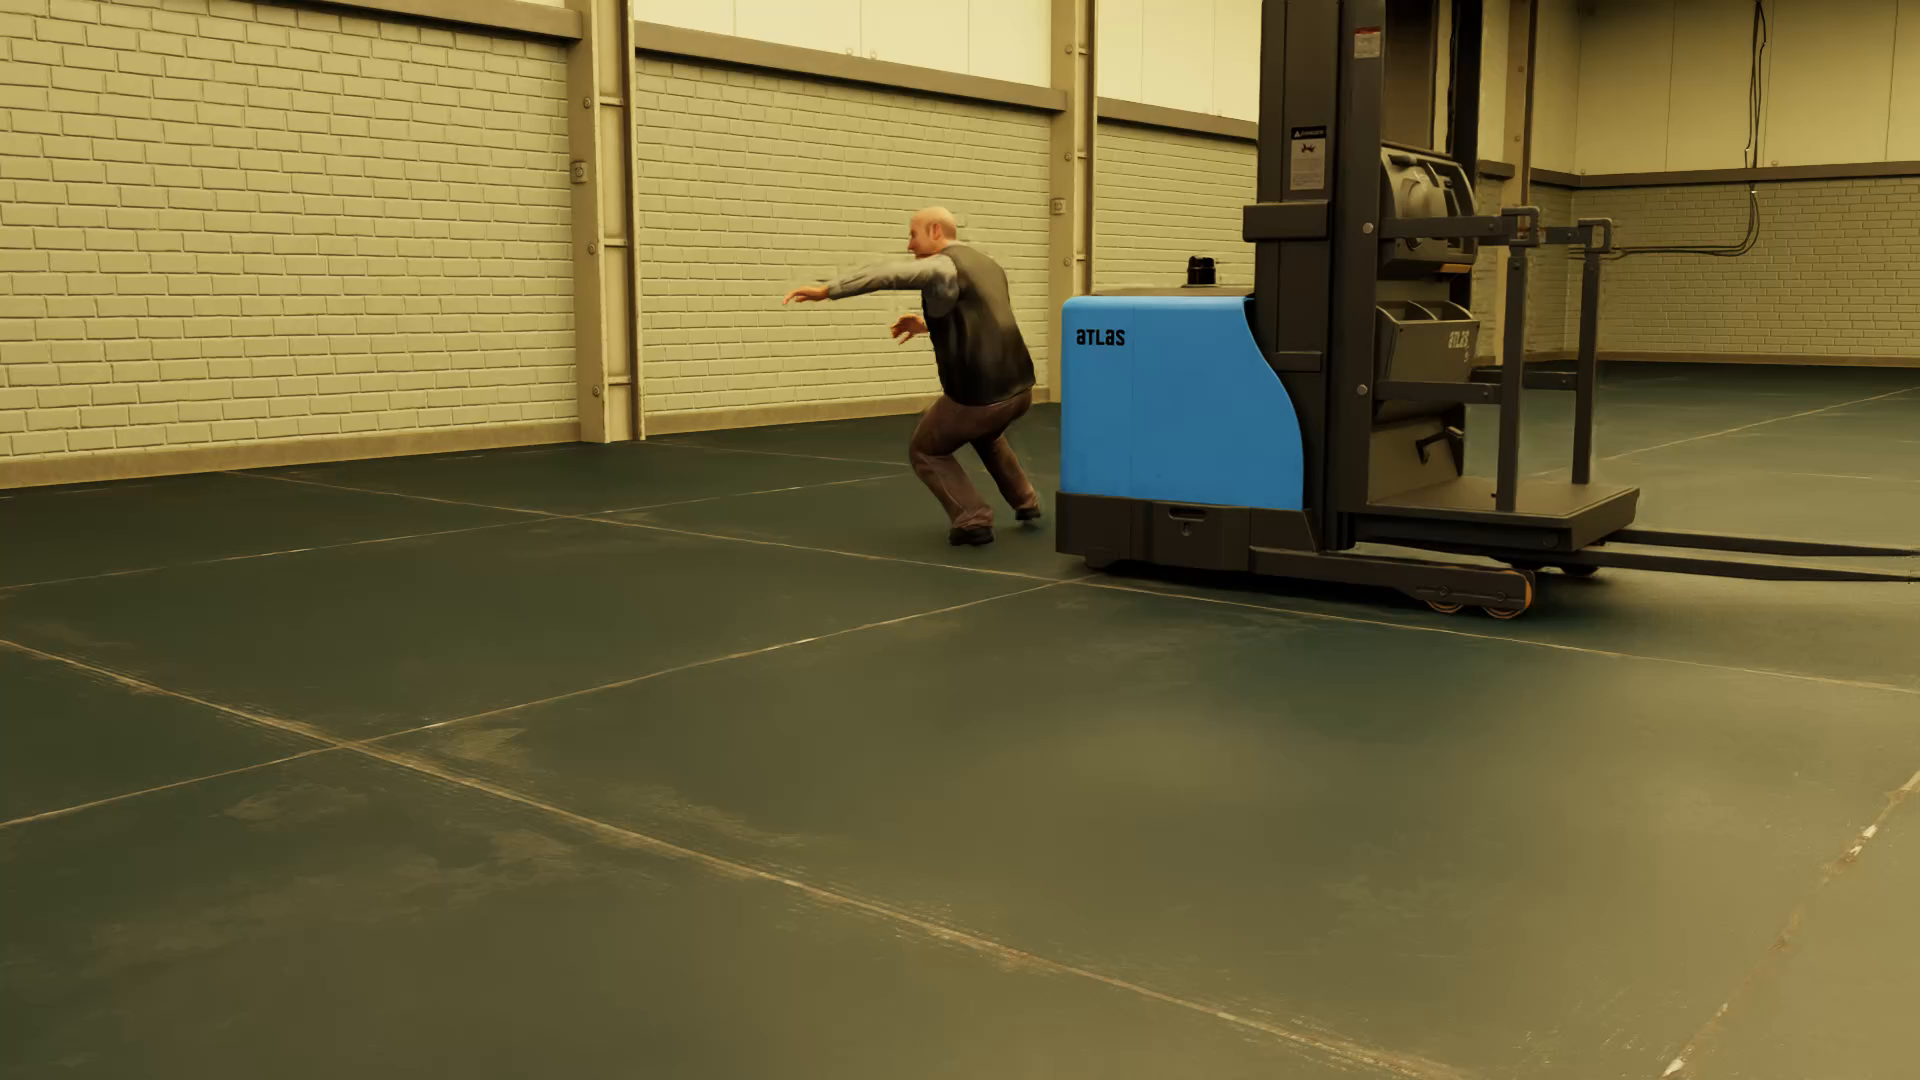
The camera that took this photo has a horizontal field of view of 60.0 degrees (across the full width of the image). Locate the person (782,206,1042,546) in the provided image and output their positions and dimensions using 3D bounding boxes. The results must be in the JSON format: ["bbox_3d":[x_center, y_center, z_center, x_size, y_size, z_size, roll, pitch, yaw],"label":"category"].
[{"bbox_3d":[-0.048,-0.699,7.181,0.785,1.457,1.528,5,10,32],"label":"person"}]

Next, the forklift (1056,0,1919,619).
[{"bbox_3d":[1.887,-1.271,5.969,3.031,2.935,1.130,6,10,34],"label":"forklift"}]
